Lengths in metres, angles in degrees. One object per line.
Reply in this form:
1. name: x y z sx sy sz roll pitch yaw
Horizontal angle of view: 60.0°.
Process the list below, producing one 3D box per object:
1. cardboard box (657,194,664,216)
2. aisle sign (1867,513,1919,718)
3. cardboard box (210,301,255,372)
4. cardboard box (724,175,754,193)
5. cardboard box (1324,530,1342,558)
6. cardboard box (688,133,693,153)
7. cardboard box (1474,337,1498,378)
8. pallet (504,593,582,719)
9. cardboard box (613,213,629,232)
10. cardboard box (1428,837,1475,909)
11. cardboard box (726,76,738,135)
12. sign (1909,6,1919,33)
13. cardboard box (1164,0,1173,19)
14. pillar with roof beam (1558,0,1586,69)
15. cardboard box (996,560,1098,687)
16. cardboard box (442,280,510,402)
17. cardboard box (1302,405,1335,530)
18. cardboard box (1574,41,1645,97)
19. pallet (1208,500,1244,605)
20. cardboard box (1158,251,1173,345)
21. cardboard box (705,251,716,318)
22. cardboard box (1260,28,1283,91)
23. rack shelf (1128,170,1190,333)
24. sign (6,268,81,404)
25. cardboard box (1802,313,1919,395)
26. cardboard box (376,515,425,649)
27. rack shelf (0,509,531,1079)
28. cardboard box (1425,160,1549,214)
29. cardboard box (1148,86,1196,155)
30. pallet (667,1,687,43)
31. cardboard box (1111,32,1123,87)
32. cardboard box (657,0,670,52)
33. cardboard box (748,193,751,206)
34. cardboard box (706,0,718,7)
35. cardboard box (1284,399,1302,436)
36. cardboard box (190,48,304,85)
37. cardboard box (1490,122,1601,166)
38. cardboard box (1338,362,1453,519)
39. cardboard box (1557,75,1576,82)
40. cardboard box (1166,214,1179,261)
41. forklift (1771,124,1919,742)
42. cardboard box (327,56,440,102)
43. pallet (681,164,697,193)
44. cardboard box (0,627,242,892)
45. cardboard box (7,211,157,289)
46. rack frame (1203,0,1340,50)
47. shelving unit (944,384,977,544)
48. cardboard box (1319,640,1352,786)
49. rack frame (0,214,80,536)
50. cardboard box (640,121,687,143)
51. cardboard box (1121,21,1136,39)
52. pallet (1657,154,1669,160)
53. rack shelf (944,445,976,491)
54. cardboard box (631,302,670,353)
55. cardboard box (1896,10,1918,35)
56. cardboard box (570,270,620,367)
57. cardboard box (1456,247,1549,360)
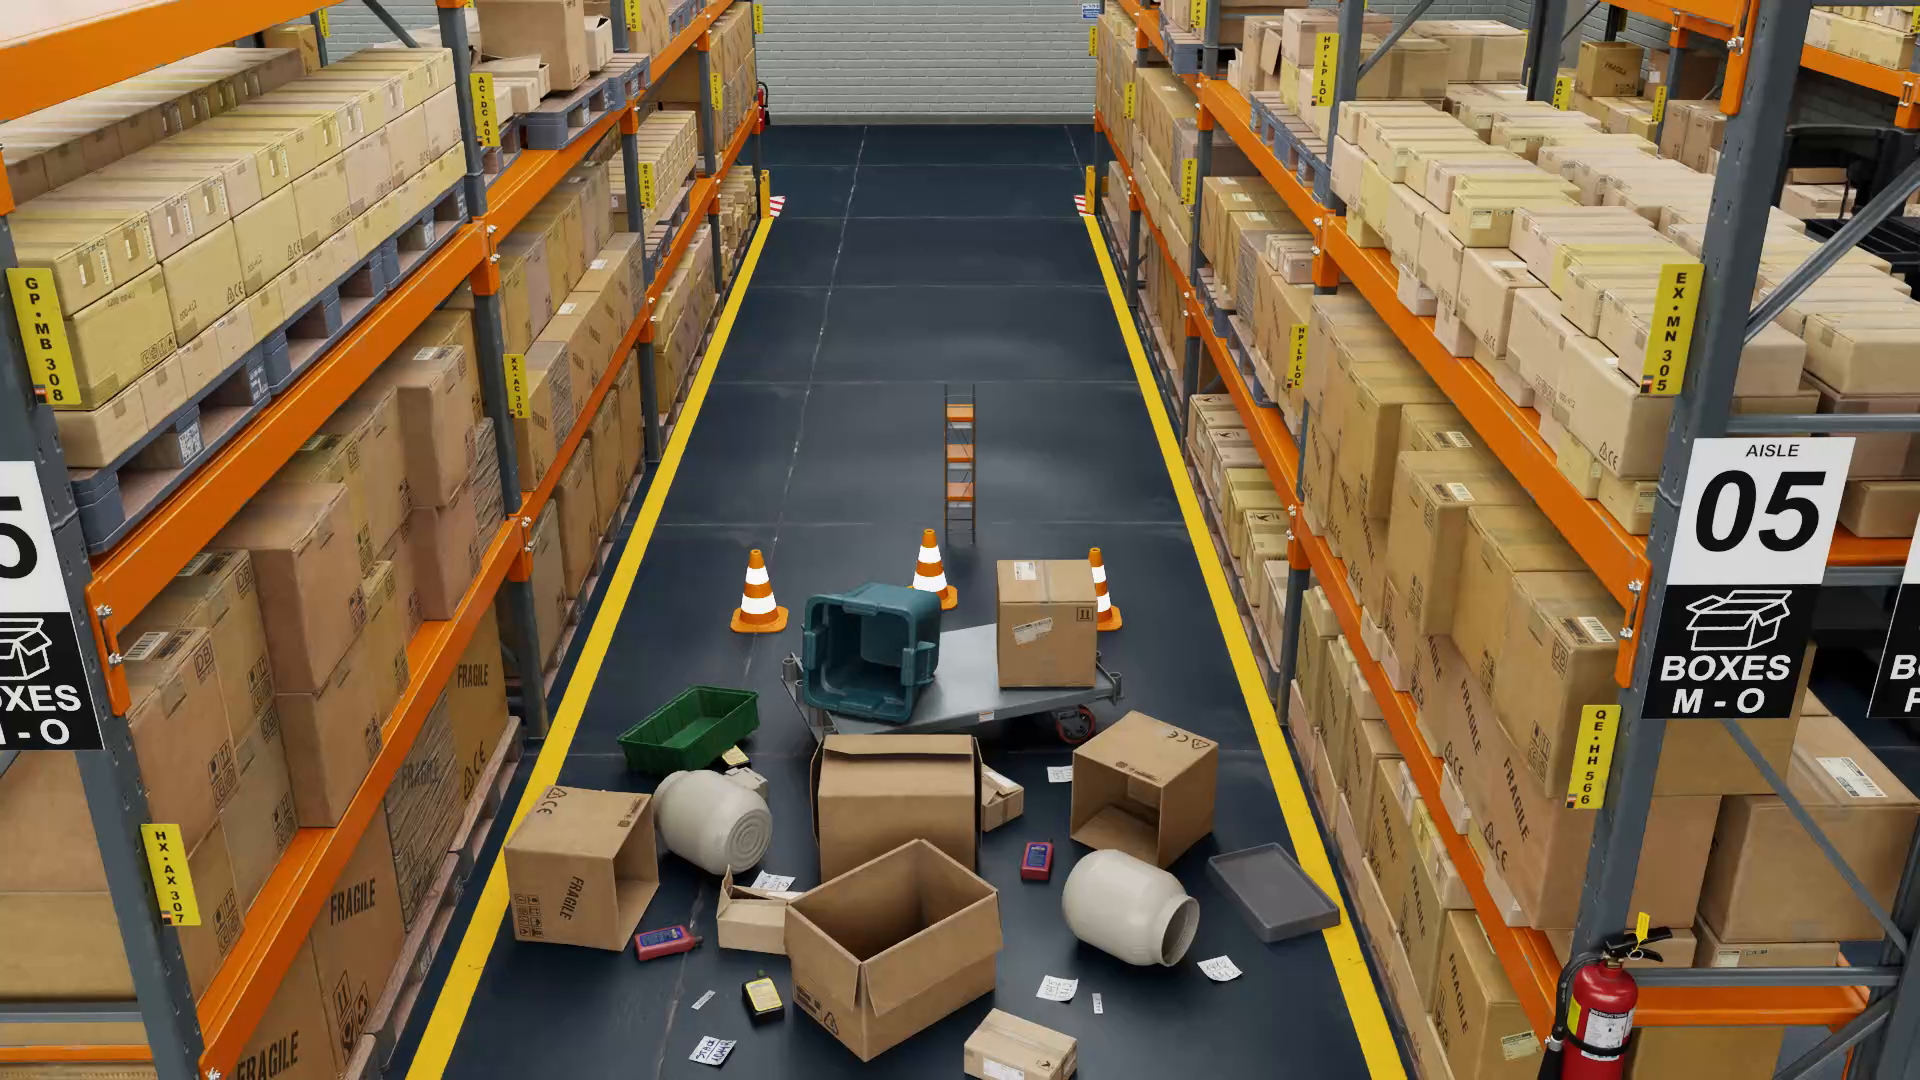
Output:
1. cardboard box: -2.581 -2.669 13.307 0.380 0.149 0.250 1 24 1
2. aisle sign: 2.584 0.108 4.217 0.394 0.787 0.004 0 24 -1
3. cardboard box: -2.367 -0.612 4.998 0.380 0.149 0.250 0 24 0
4. cardboard box: -2.515 -3.997 18.676 0.380 0.149 0.250 -1 24 -2
5. cardboard box: 1.967 -0.030 7.982 0.380 0.149 0.250 0 24 1
6. cardboard box: -2.600 -3.553 14.901 0.380 0.149 0.250 0 24 0
7. cardboard box: 2.004 -0.658 5.729 0.380 0.149 0.250 -1 24 -2
8. pallet: -2.802 0.637 9.586 1.003 0.211 1.213 0 24 -1
9. cardboard box: -2.567 -2.377 12.299 0.380 0.149 0.250 1 24 2
10. cardboard box: 1.933 1.213 6.059 0.380 0.149 0.250 0 24 1
11. cardboard box: -2.541 -4.410 16.879 0.500 0.500 0.500 -1 24 -2
12. sign: 6.607 -3.653 11.419 0.100 0.325 0.005 0 24 -1
13. cardboard box: 1.877 -4.357 12.972 0.500 0.500 0.500 0 24 0
14. pillar with roof beam: 3.630 -9.178 20.622 9.100 9.000 0.400 0 24 -1
15. cardboard box: 0.450 0.434 8.764 0.500 0.500 0.500 0 24 -1
16. cardboard box: -2.730 -1.022 8.535 0.700 0.500 0.500 -1 24 -1
17. cardboard box: 1.956 -0.379 7.965 0.500 0.500 0.500 0 24 -1
18. cardboard box: 6.815 -4.951 17.468 0.500 0.500 0.500 0 24 1
19. pallet: 2.204 0.066 10.848 1.003 0.211 1.213 0 24 -1
20. cardboard box: 2.247 -2.272 14.703 0.875 0.875 0.875 0 24 1
21. cardboard box: -2.546 -2.361 15.354 0.500 0.500 0.500 -1 24 -2
22. cardboard box: 2.232 -2.814 10.066 0.797 0.503 0.637 0 24 -1
23. rack shelf: 2.165 -2.525 14.065 1.077 0.370 4.000 0 24 -1
24. sign: -2.120 -0.469 3.850 0.100 0.325 0.005 0 24 -1
25. cardboard box: 2.474 -0.495 4.401 0.380 0.149 0.250 0 24 -1
26. cardboard box: -2.786 0.217 6.948 0.875 0.550 0.550 0 24 -1
27. rack shelf: -2.697 0.836 6.635 1.077 0.370 4.000 0 24 -1
28. cardboard box: 1.976 -1.328 6.243 0.380 0.149 0.250 -1 24 -1
29. cardboard box: 1.896 -3.579 14.188 0.500 0.500 0.500 -1 24 -2
30. pallet: -2.891 -4.212 13.510 1.213 0.211 1.003 0 24 -1
31. cardboard box: 1.852 -4.996 17.322 0.500 0.500 0.500 0 24 0
32. cardboard box: -2.526 -4.025 12.748 0.500 0.500 0.500 0 24 -1
33. cardboard box: -2.551 -3.858 18.730 0.380 0.149 0.250 -1 24 -3
34. cardboard box: -2.547 -5.103 15.435 0.500 0.250 0.500 1 24 2
35. cardboard box: 1.948 -0.668 8.881 0.380 0.149 0.250 0 24 0
36. cardboard box: -3.055 -2.017 7.136 0.380 0.149 0.250 0 24 0
37. cardboard box: 2.445 -1.652 6.959 0.380 0.149 0.250 0 24 1
38. cardboard box: 1.980 -0.417 6.836 0.700 0.500 0.500 -1 24 -2
39. cardboard box: 6.804 -5.020 18.530 0.500 0.250 0.500 0 24 0
40. cardboard box: 1.900 -2.378 13.049 0.500 0.250 0.500 0 24 0
41. forklift: 4.795 -0.711 9.265 1.130 2.935 3.031 -1 24 -1
42. cardboard box: -2.393 -1.915 6.911 0.380 0.149 0.250 0 24 -1
43. pallet: -2.943 -3.210 14.939 1.003 0.211 1.213 0 24 -1
44. cardboard box: -2.640 0.619 4.750 0.875 0.550 0.550 0 24 -1
45. cardboard box: -2.362 -0.763 4.362 0.380 0.149 0.250 0 24 0
46. rack frame: 2.186 -4.762 10.858 1.000 3.000 0.127 0 24 -1
47. shelving unit: -0.001 -0.500 11.082 0.215 1.050 0.252 0 24 -1
48. cardboard box: 1.984 0.805 7.748 0.500 0.500 0.500 1 24 2
49. rack frame: -2.675 -1.401 3.428 1.000 3.000 0.127 0 24 -1
50. cardboard box: -2.602 -3.579 14.596 0.380 0.149 0.250 -1 24 -2
51. cardboard box: 1.853 -5.227 17.045 0.380 0.149 0.250 0 24 -1
52. pallet: 7.006 -3.283 15.102 1.003 0.211 1.213 0 24 -1
53. rack shelf: -0.001 -0.491 11.087 0.215 0.259 0.240 0 24 -1
54. cardboard box: -2.528 -1.644 12.858 0.500 0.250 0.500 -1 24 -3
55. cardboard box: 6.905 -3.677 11.799 0.380 0.149 0.250 0 24 1
56. cardboard box: -2.479 -1.414 10.615 0.500 0.500 0.500 -1 24 -1
57. cardboard box: 1.984 -0.796 5.552 0.500 0.250 0.500 0 24 1
